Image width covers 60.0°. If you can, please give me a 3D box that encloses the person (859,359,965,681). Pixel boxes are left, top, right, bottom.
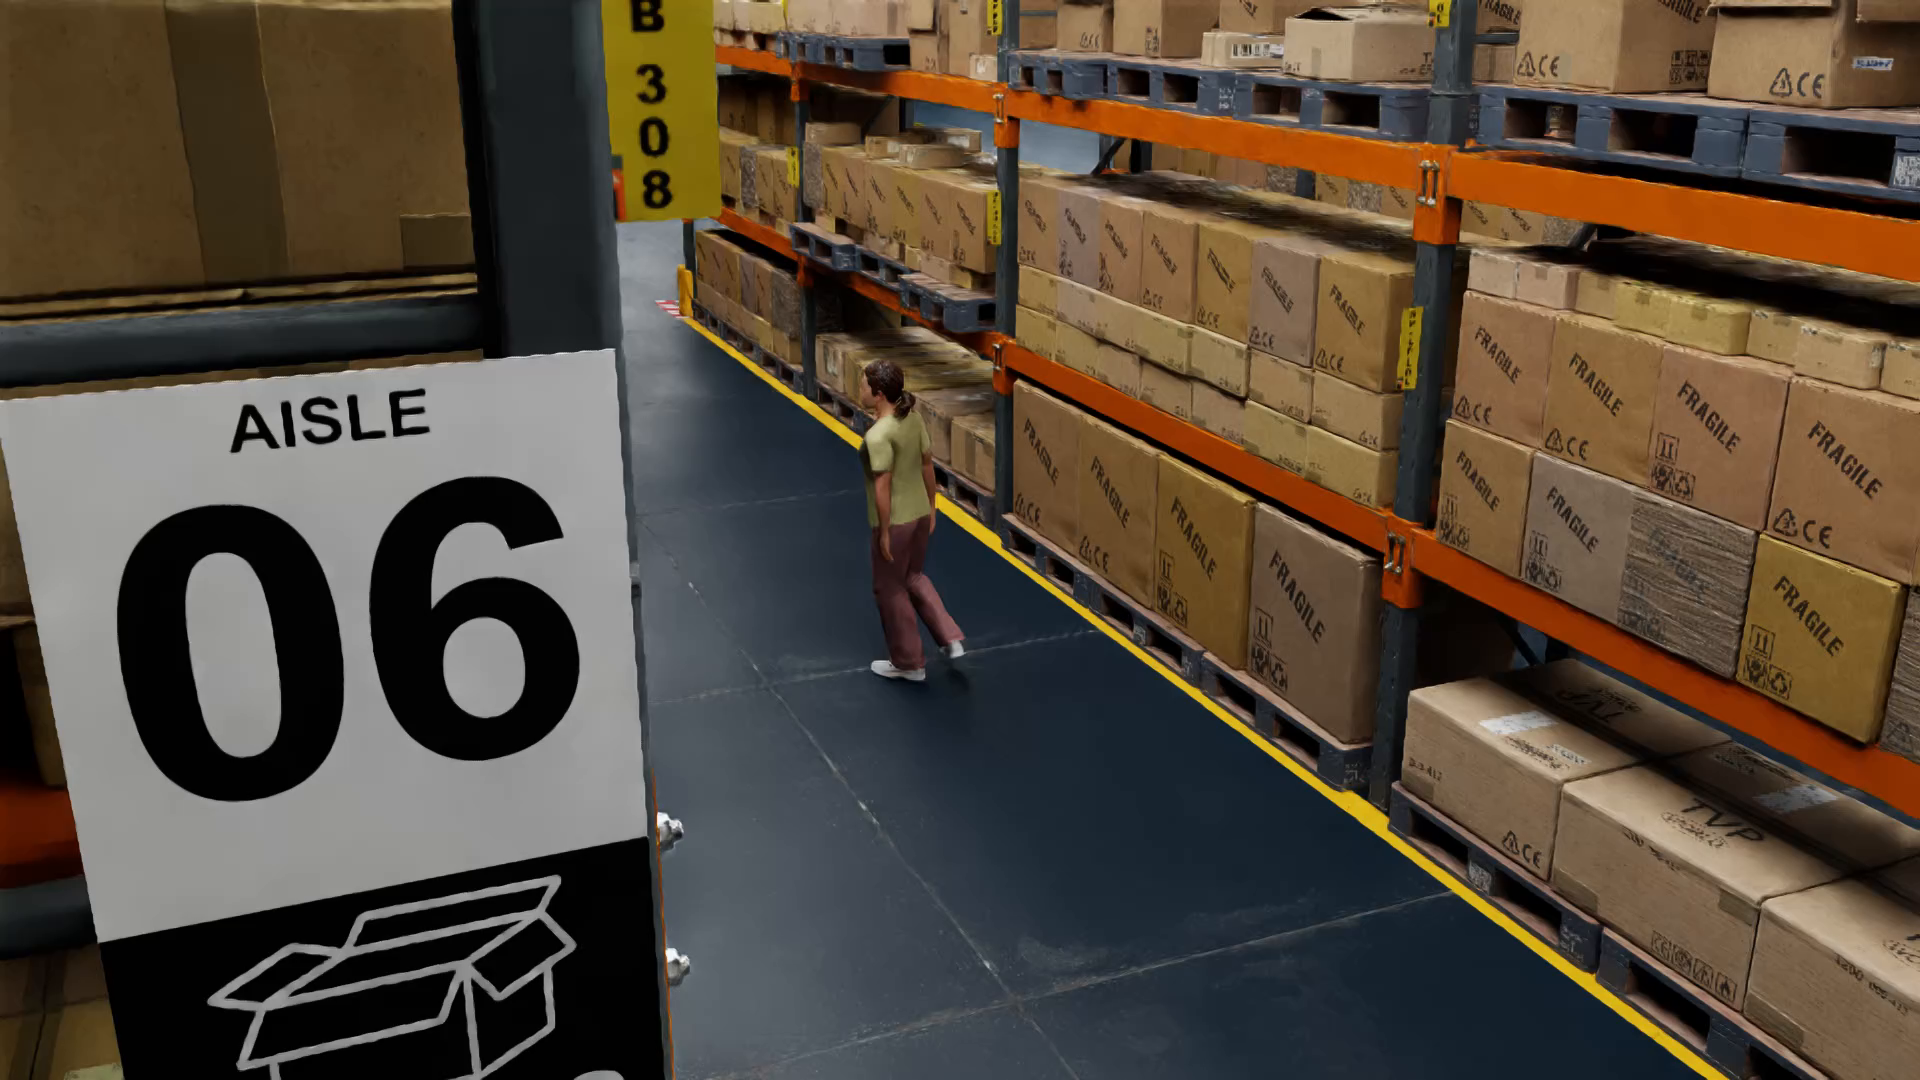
[{"bbox_3d":[-0.229,-0.075,8.287,0.506,1.662,0.514,11,22,30],"label":"person"}]
